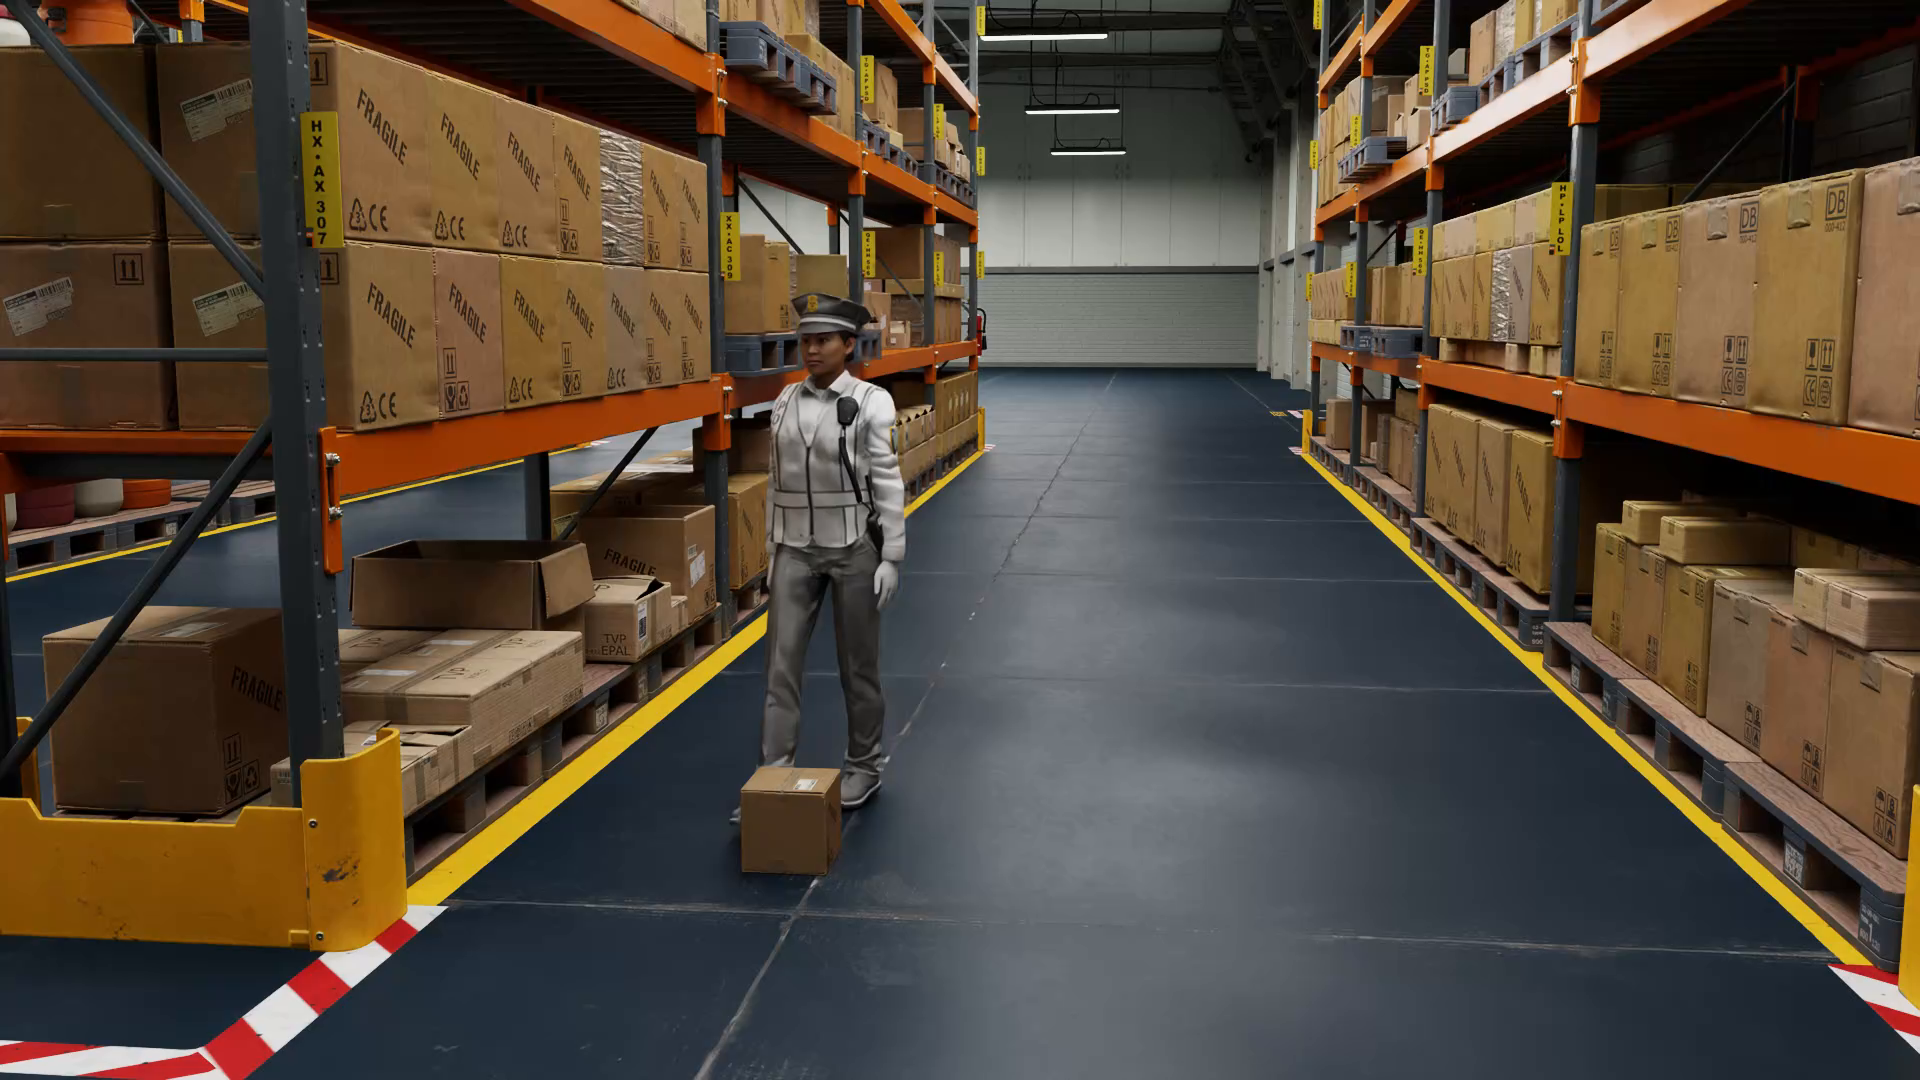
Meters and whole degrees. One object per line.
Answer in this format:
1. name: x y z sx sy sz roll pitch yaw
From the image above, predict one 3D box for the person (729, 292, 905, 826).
1. person: -0.450 0.069 5.229 0.499 1.659 0.694 2 8 18
